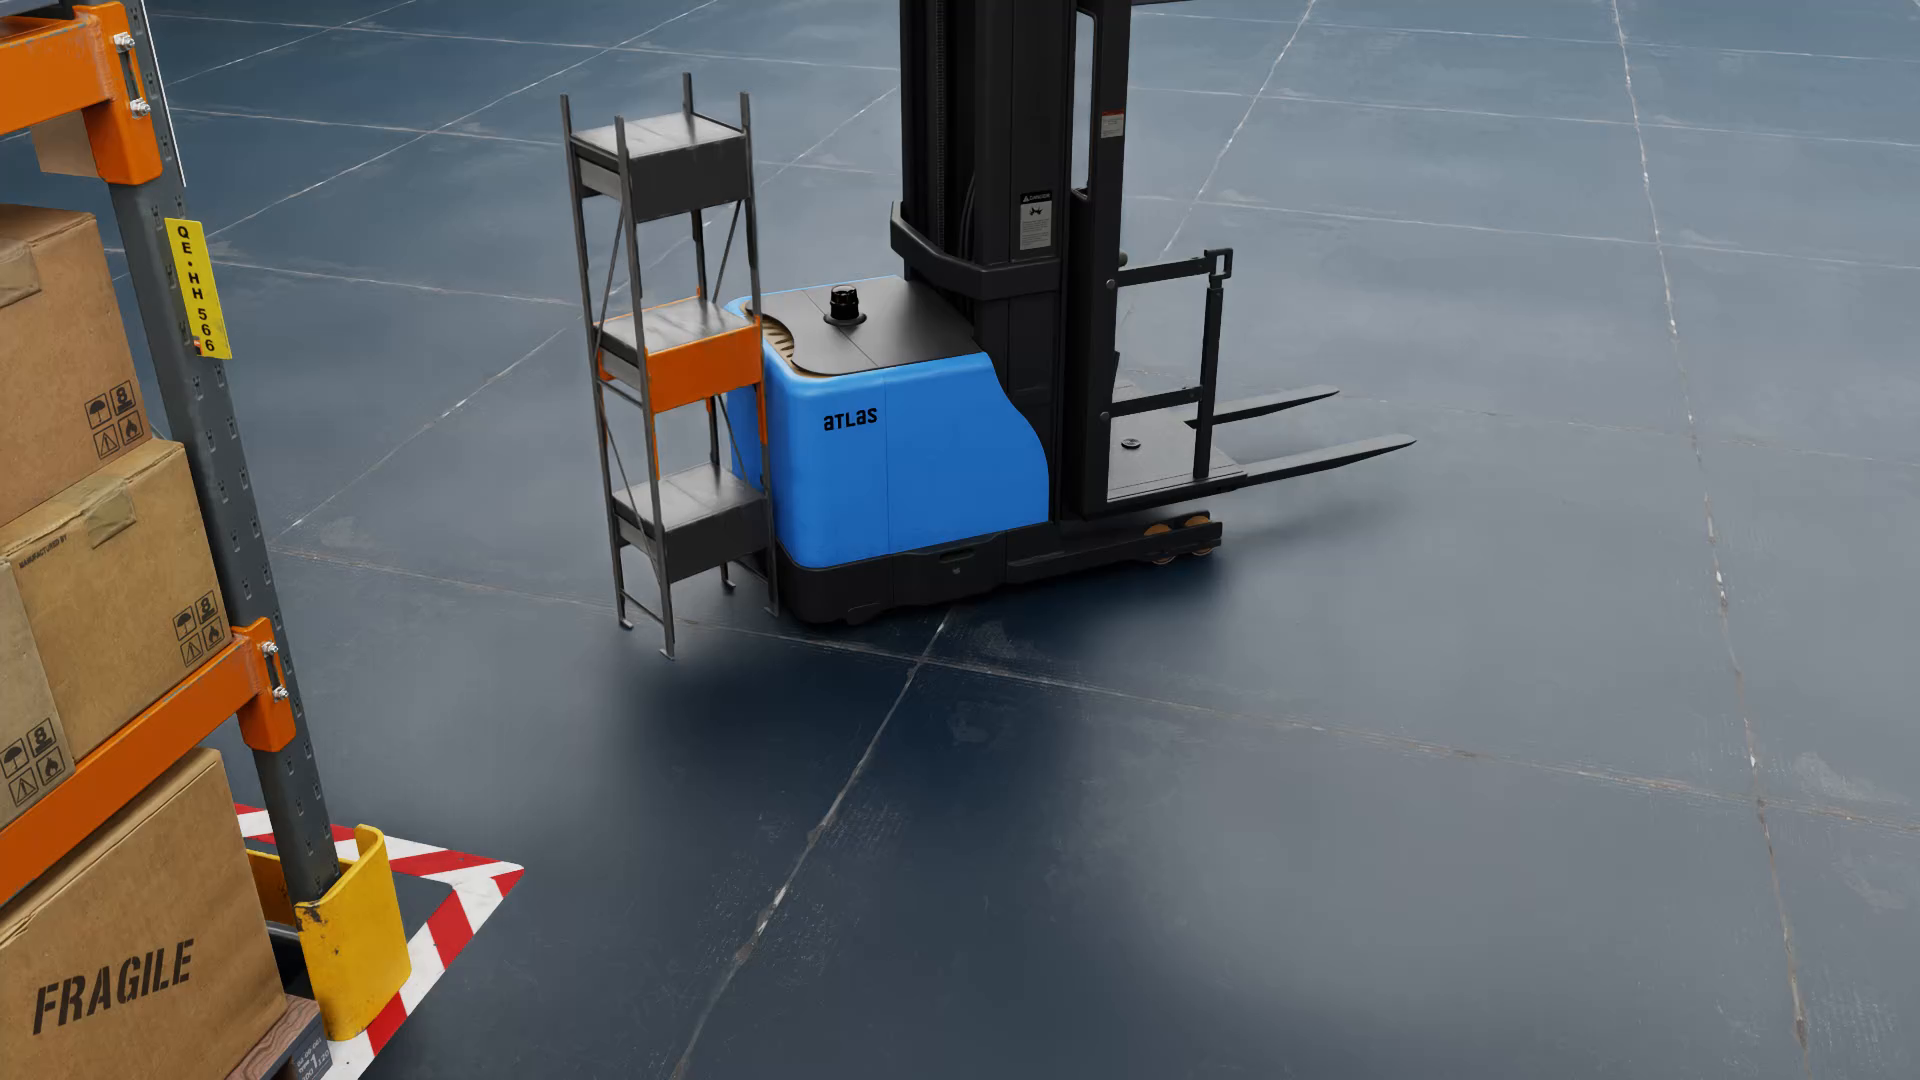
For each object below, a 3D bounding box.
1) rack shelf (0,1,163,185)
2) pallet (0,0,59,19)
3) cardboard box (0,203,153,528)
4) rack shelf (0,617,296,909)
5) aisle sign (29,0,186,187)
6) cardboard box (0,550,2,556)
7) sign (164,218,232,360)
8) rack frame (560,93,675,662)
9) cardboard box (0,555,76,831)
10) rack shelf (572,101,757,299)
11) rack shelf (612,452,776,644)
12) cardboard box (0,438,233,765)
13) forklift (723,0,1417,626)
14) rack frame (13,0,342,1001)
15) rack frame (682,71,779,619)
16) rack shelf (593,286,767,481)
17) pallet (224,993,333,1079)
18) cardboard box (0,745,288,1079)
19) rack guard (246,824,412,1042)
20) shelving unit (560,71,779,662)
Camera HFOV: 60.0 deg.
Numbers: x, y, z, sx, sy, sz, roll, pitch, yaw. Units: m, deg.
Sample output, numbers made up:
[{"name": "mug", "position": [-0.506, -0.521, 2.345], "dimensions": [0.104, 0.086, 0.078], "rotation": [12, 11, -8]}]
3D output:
[{"name": "rack shelf", "position": [-2.817, -0.104, 2.006], "dimensions": [1.077, 0.370, 4.000], "rotation": [8, 30, 15]}, {"name": "pallet", "position": [-2.438, -0.963, 2.901], "dimensions": [1.003, 0.211, 1.213], "rotation": [8, 30, 15]}, {"name": "cardboard box", "position": [-2.376, -0.407, 3.632], "dimensions": [0.875, 0.550, 0.550], "rotation": [8, 30, 15]}, {"name": "rack shelf", "position": [-2.817, 1.207, 2.735], "dimensions": [1.077, 0.370, 4.000], "rotation": [8, 30, 15]}, {"name": "aisle sign", "position": [-1.922, -1.163, 3.581], "dimensions": [0.394, 0.787, 0.004], "rotation": [8, 30, 15]}, {"name": "cardboard box", "position": [-2.449, -0.139, 3.148], "dimensions": [0.875, 0.550, 0.550], "rotation": [8, 30, 15]}, {"name": "sign", "position": [-1.715, -0.562, 3.741], "dimensions": [0.100, 0.325, 0.005], "rotation": [8, 30, 15]}, {"name": "rack frame", "position": [-1.231, -0.527, 6.033], "dimensions": [0.015, 2.100, 0.400], "rotation": [-22, 36, -35]}, {"name": "cardboard box", "position": [-2.436, 0.335, 3.407], "dimensions": [0.875, 0.550, 0.550], "rotation": [8, 30, 15]}, {"name": "rack shelf", "position": [-1.043, -1.203, 5.839], "dimensions": [0.480, 0.518, 0.431], "rotation": [-22, 36, -35]}, {"name": "rack shelf", "position": [-1.047, 0.022, 6.516], "dimensions": [0.480, 0.518, 0.431], "rotation": [-22, 36, -35]}, {"name": "cardboard box", "position": [-2.295, 0.077, 3.873], "dimensions": [0.875, 0.550, 0.550], "rotation": [8, 30, 15]}, {"name": "forklift", "position": [0.572, -1.401, 6.753], "dimensions": [3.031, 2.935, 1.130], "rotation": [-12, 31, -20]}, {"name": "rack frame", "position": [-2.230, -0.037, 4.231], "dimensions": [1.000, 3.000, 0.127], "rotation": [8, 30, 15]}, {"name": "rack frame", "position": [-0.859, -0.679, 6.310], "dimensions": [0.015, 2.100, 0.400], "rotation": [-22, 36, -35]}, {"name": "rack shelf", "position": [-1.045, -0.591, 6.178], "dimensions": [0.480, 0.518, 0.431], "rotation": [-22, 36, -35]}, {"name": "pallet", "position": [-2.390, 1.565, 4.221], "dimensions": [1.003, 0.211, 1.213], "rotation": [8, 30, 15]}, {"name": "cardboard box", "position": [-2.366, 1.033, 4.062], "dimensions": [0.875, 0.875, 0.875], "rotation": [9, 30, 15]}, {"name": "rack guard", "position": [-2.223, 1.044, 4.858], "dimensions": [1.175, 0.500, 0.348], "rotation": [8, 30, 15]}, {"name": "shelving unit", "position": [-1.045, -0.603, 6.171], "dimensions": [0.503, 2.100, 0.431], "rotation": [-22, 36, -35]}]
